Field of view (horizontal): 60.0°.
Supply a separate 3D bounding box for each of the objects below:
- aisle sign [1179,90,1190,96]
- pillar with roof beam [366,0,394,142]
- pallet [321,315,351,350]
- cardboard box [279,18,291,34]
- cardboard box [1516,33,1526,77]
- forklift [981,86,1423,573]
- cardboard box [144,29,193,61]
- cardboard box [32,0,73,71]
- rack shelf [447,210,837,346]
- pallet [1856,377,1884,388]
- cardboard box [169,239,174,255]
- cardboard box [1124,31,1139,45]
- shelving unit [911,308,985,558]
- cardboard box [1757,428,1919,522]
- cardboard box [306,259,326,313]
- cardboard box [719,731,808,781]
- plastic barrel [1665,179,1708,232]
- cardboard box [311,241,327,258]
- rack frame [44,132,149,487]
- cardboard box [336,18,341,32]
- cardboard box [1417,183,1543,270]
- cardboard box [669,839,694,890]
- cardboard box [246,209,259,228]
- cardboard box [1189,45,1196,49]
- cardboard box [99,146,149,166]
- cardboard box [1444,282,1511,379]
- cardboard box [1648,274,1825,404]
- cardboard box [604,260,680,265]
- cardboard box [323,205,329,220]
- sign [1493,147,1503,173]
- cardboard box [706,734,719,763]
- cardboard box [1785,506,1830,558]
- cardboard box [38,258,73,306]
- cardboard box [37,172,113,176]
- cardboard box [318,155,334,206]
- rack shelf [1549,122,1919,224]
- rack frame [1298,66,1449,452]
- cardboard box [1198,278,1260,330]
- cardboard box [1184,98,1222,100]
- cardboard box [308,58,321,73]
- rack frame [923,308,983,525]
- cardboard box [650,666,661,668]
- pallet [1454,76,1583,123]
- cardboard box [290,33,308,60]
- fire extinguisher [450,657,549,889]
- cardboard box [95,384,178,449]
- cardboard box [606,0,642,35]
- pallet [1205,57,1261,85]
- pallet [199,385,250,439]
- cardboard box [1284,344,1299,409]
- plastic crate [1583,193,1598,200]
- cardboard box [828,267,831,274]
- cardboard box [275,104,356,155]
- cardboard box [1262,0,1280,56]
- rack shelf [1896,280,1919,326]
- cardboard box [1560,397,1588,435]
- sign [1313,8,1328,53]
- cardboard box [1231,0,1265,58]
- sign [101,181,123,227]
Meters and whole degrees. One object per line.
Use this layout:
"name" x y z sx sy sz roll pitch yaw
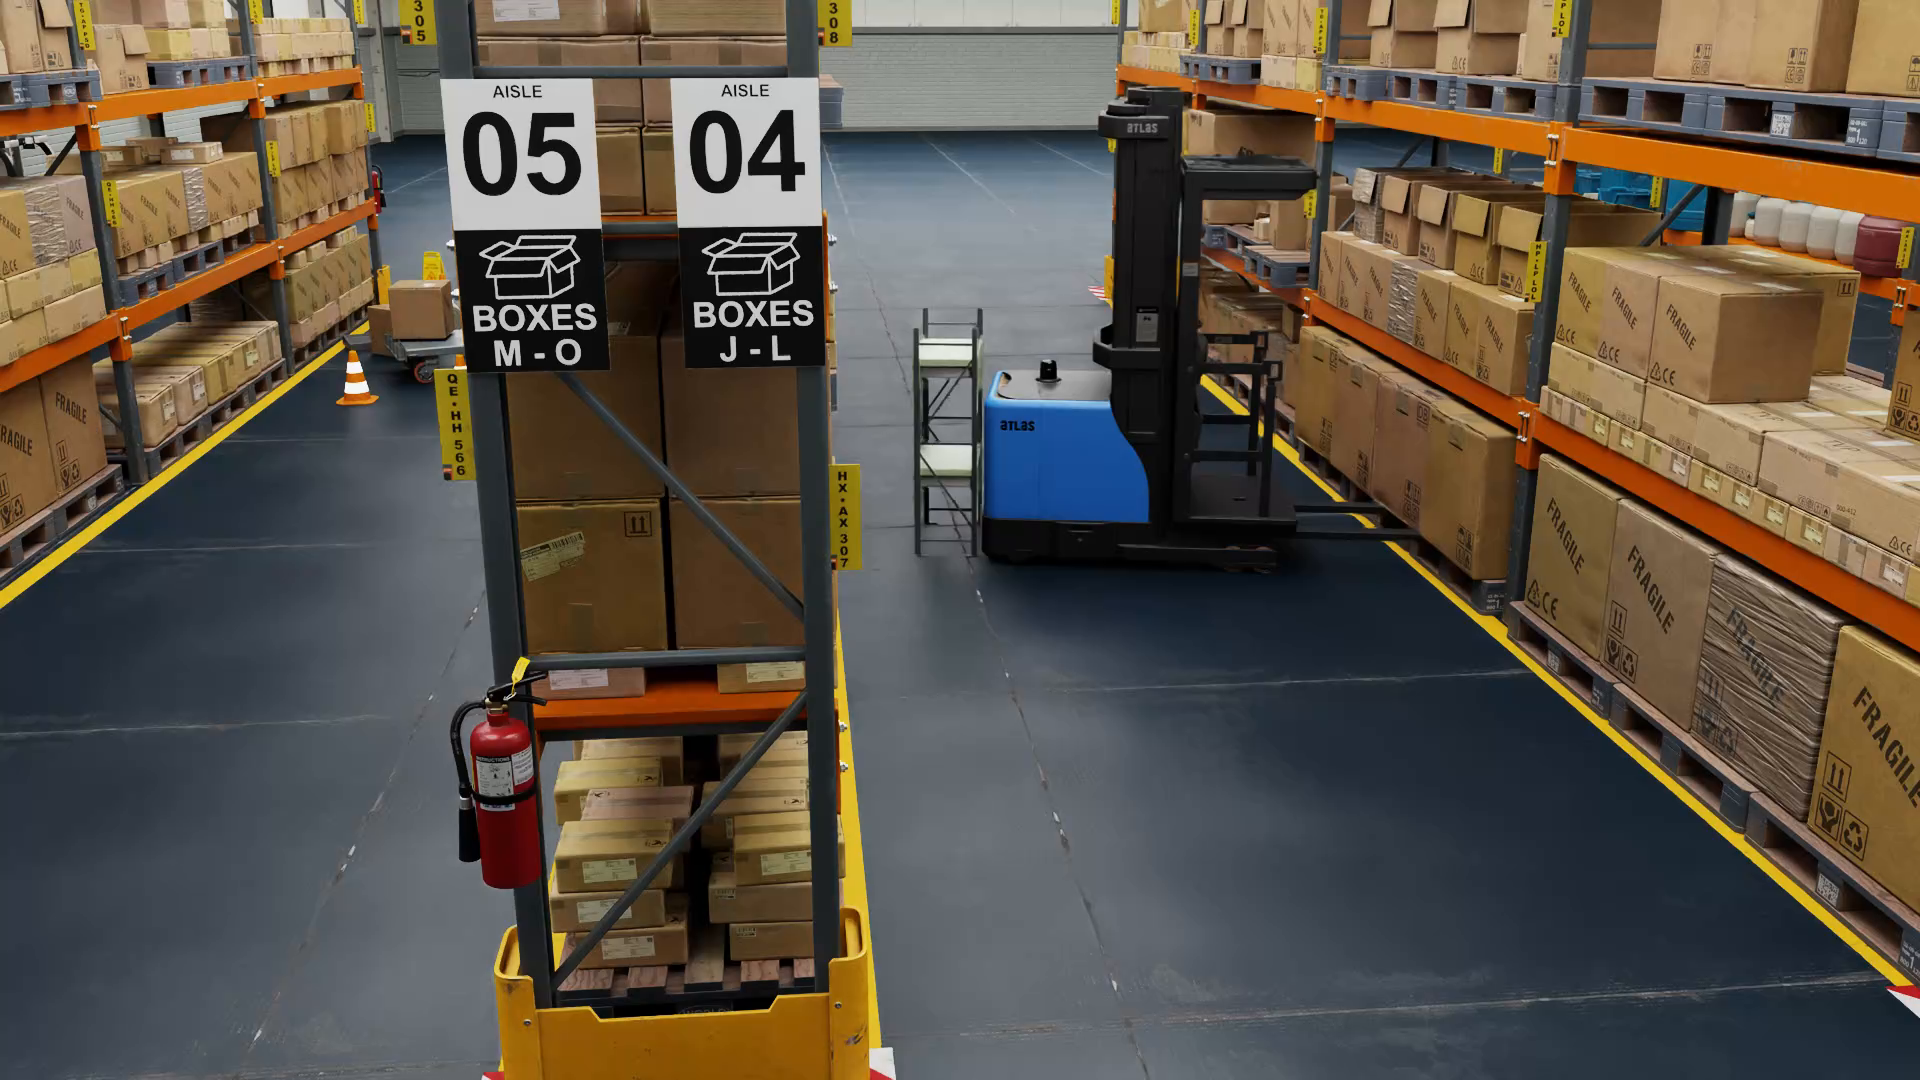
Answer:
"aisle sign" 2.702 -5.794 20.285 0.394 0.787 0.004 -2 18 -6
"pillar with roof beam" -12.021 -15.764 46.365 9.100 9.000 0.400 -2 18 -6
"pallet" -7.268 -2.261 18.027 1.003 0.211 1.213 -2 18 -6
"cardboard box" -6.817 -5.059 16.362 0.380 0.149 0.250 -2 18 -6
"cardboard box" 3.624 -2.870 9.749 0.500 0.311 0.500 -2 18 -8
"forklift" 1.685 -1.354 10.596 3.031 2.935 1.130 2 17 5
"cardboard box" -6.732 -4.116 13.821 0.500 0.250 0.500 -2 17 -5
"cardboard box" -6.433 -3.410 11.148 0.797 0.503 0.637 -3 18 -9
"rack shelf" -1.090 -1.320 6.566 1.077 0.370 4.000 -2 18 -6
"pallet" 8.120 -1.197 14.638 1.003 0.211 1.213 -2 18 -6
"cardboard box" -6.559 -2.340 13.340 0.380 0.149 0.250 -1 17 -2
"cardboard box" 2.139 -5.907 19.560 0.380 0.149 0.250 -1 17 -4
"shelving unit" -0.070 -0.718 10.960 0.431 1.500 0.755 1 17 3
"cardboard box" 3.642 -0.269 6.778 0.500 0.250 0.500 -2 18 -8
"cardboard box" -6.894 -2.618 17.145 0.500 0.500 0.500 -1 17 -3
"cardboard box" -0.754 0.845 6.544 0.380 0.149 0.250 -3 18 -8
"plastic barrel" 7.488 -3.602 16.806 0.600 0.901 0.708 -2 18 -6
"cardboard box" -6.866 -3.040 17.408 0.380 0.149 0.250 -1 17 -2
"rack frame" -6.622 -1.837 12.019 1.000 3.000 0.127 -2 18 -6
"cardboard box" -7.130 -5.742 18.539 0.380 0.149 0.250 -1 17 -5
"cardboard box" 3.435 -2.057 10.879 0.797 0.503 0.637 -1 17 -4
"cardboard box" -1.214 1.219 6.346 0.380 0.149 0.250 -2 18 -6
"cardboard box" -6.707 -2.964 15.329 0.380 0.149 0.250 -2 17 -5
"cardboard box" 2.502 -4.972 16.584 0.380 0.149 0.250 -1 17 -4
"cardboard box" -7.123 -3.256 14.093 0.380 0.149 0.250 -1 17 -3
"cardboard box" 3.284 -1.277 10.070 0.500 0.500 0.500 -1 17 -4
"cardboard box" 3.544 -0.927 7.623 0.500 0.500 0.500 -2 18 -7
"cardboard box" -1.351 -0.894 6.686 0.500 0.500 0.500 -2 18 -8
"cardboard box" -6.924 -3.468 17.634 0.380 0.149 0.250 -2 18 -6
"sign" 6.789 -4.796 20.982 0.100 0.325 0.005 -2 18 -6
"cardboard box" -0.877 0.829 7.091 0.380 0.149 0.250 -1 17 -3
"cardboard box" 3.589 -0.039 6.714 0.380 0.149 0.250 -2 18 -7
"cardboard box" -6.263 -1.714 11.046 0.500 0.250 0.500 -2 18 -7
"cardboard box" -7.063 -2.657 13.269 0.500 0.500 0.500 -3 18 -9
"cardboard box" -6.988 -3.806 17.630 0.500 0.500 0.500 -2 17 -5
"rack shelf" 3.854 -1.443 6.959 1.077 0.370 4.000 -2 18 -6
"rack frame" 3.235 -2.143 12.994 1.000 3.000 0.127 -2 18 -6
"cardboard box" 2.821 -2.463 17.485 0.500 0.500 0.500 -2 18 -7
"cardboard box" 2.770 -4.888 19.405 0.500 0.500 0.500 -2 18 -6
"cardboard box" -6.929 -4.977 17.435 0.380 0.149 0.250 -2 18 -6
"rack frame" -0.048 -0.827 11.309 0.400 1.500 0.023 1 17 3
"cardboard box" -1.187 0.320 5.569 0.380 0.149 0.250 -2 18 -6
"pallet" 3.504 -2.562 9.643 0.805 0.209 1.217 -2 18 -8
"cardboard box" -6.909 -4.972 16.753 0.500 0.250 0.500 -2 18 -5
"fire extinguisher" -1.317 0.668 4.793 0.296 0.674 0.183 -2 18 -6
"cardboard box" -6.670 -0.952 12.887 0.950 0.372 0.625 -3 18 -9
"cardboard box" -1.160 -1.590 4.977 0.380 0.149 0.250 -2 17 -5
"pallet" 2.890 -4.180 14.789 1.213 0.211 1.003 -2 18 -6
"pallet" -6.824 -1.102 14.334 1.003 0.211 1.213 -2 18 -6
"cardboard box" 3.146 -1.359 13.937 0.700 0.500 0.500 -3 18 -9
"plastic crate" 7.330 -3.838 18.833 0.530 0.136 0.437 -2 18 -6
"cardboard box" -0.938 -1.483 9.618 0.380 0.149 0.250 -2 18 -5
"cardboard box" -6.978 -4.441 17.983 0.700 0.500 0.500 -2 18 -6
"cardboard box" 2.838 -4.295 13.840 0.500 0.500 0.500 -1 17 -5
"rack shelf" 8.368 -1.357 11.691 1.077 0.370 4.000 -2 18 -6
"cardboard box" 3.374 -0.654 8.673 0.380 0.149 0.250 -2 18 -7
"sign" 2.695 -3.804 12.416 0.100 0.325 0.005 -2 18 -6
"cardboard box" 2.871 -4.591 14.913 0.797 0.503 0.637 -1 17 -3
"sign" -6.070 -2.407 11.903 0.100 0.325 0.005 -2 18 -6
